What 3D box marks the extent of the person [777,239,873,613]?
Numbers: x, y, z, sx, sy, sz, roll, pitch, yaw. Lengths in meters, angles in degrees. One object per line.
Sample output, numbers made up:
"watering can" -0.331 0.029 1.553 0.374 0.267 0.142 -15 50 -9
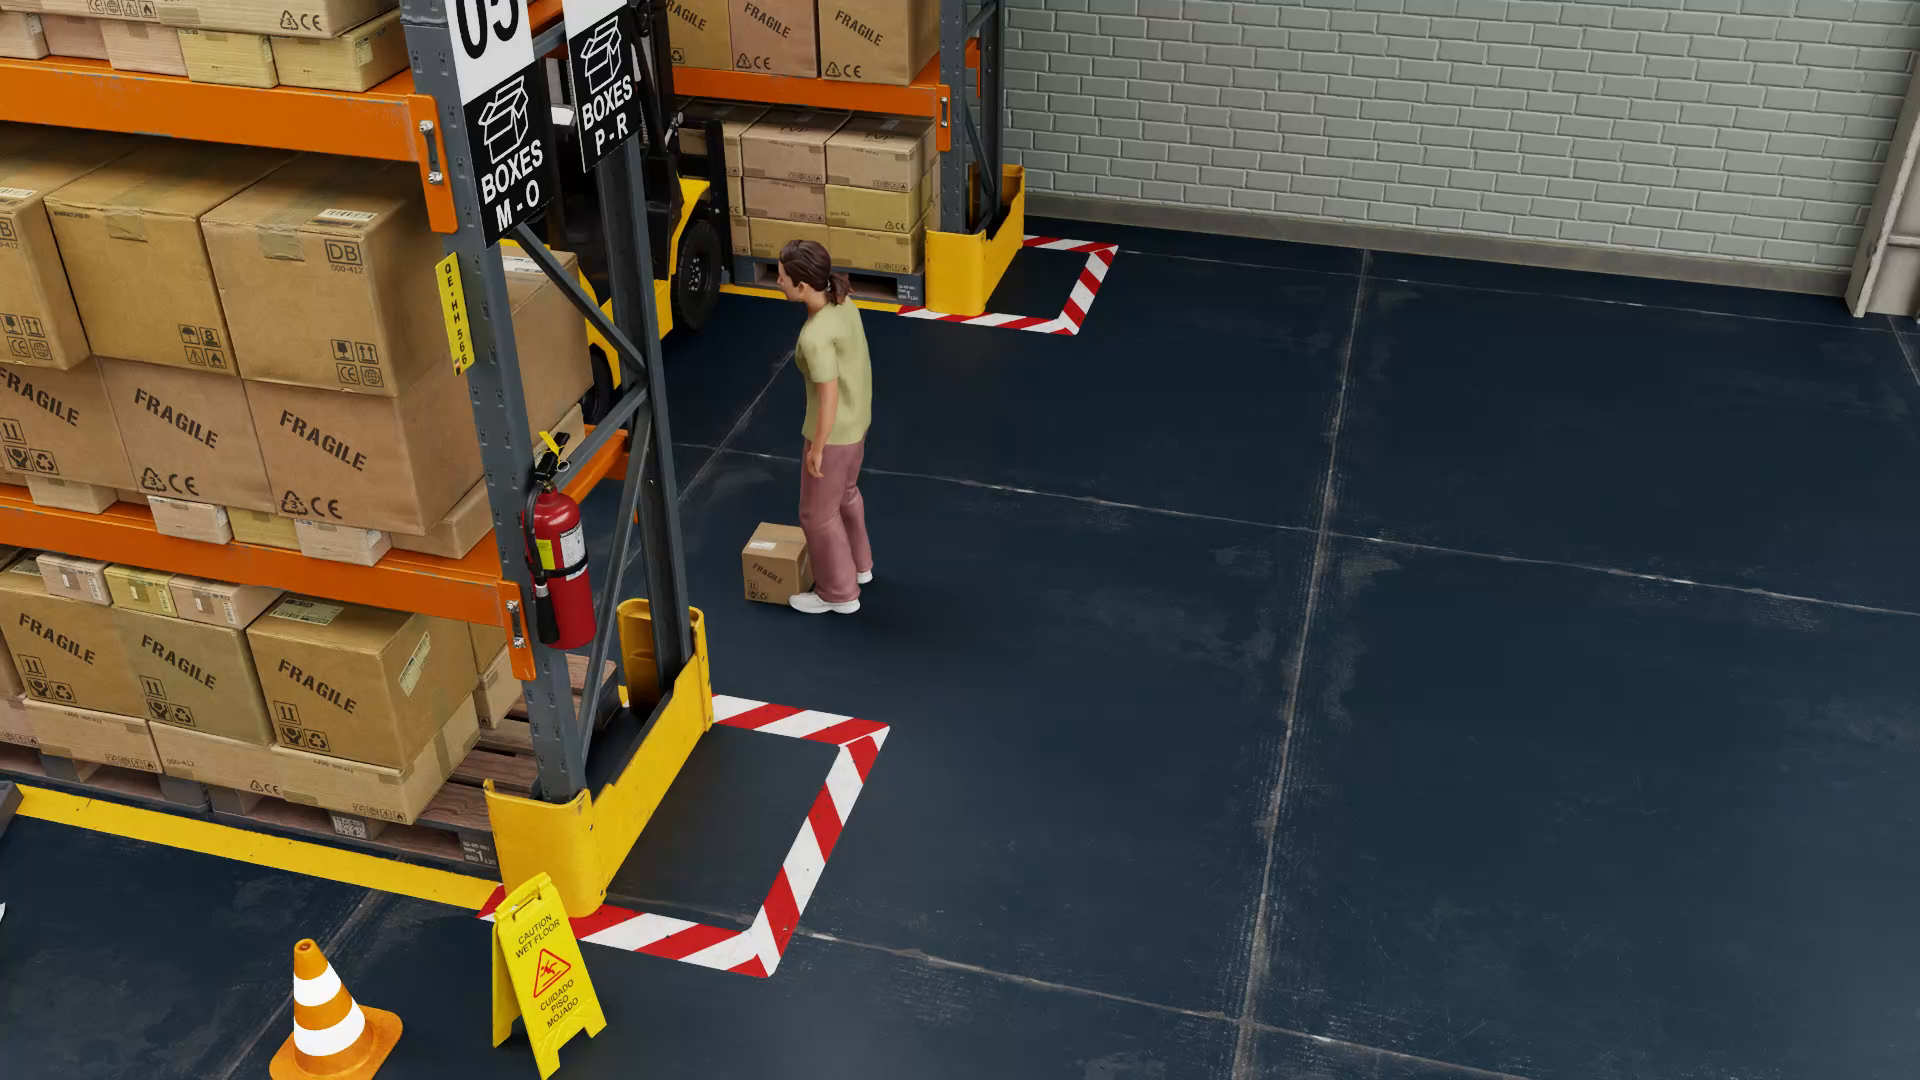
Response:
"person" -0.544 -0.456 6.849 0.359 1.667 0.516 6 33 9
